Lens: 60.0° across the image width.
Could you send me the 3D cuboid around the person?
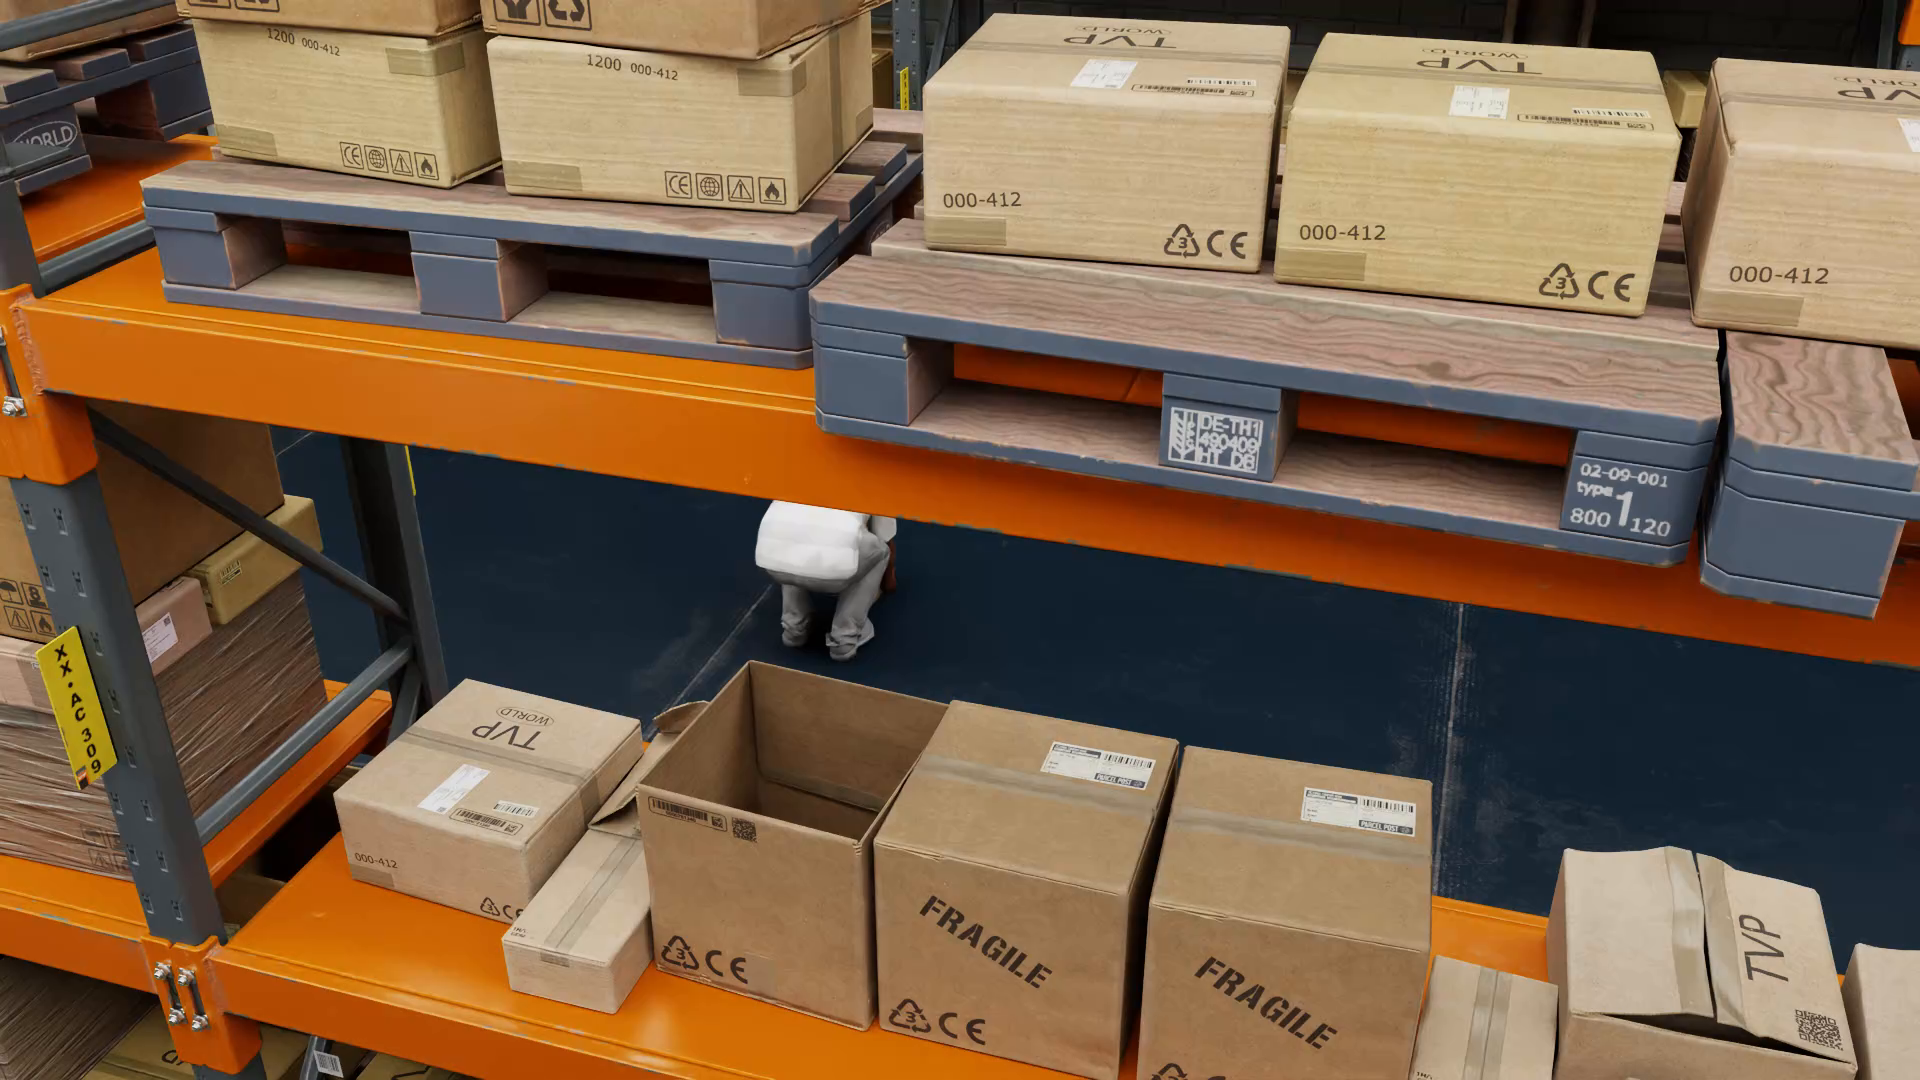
[{"bbox_3d":[-0.569,0.014,7.104,0.528,0.806,0.963,8,30,14],"label":"person"}]
